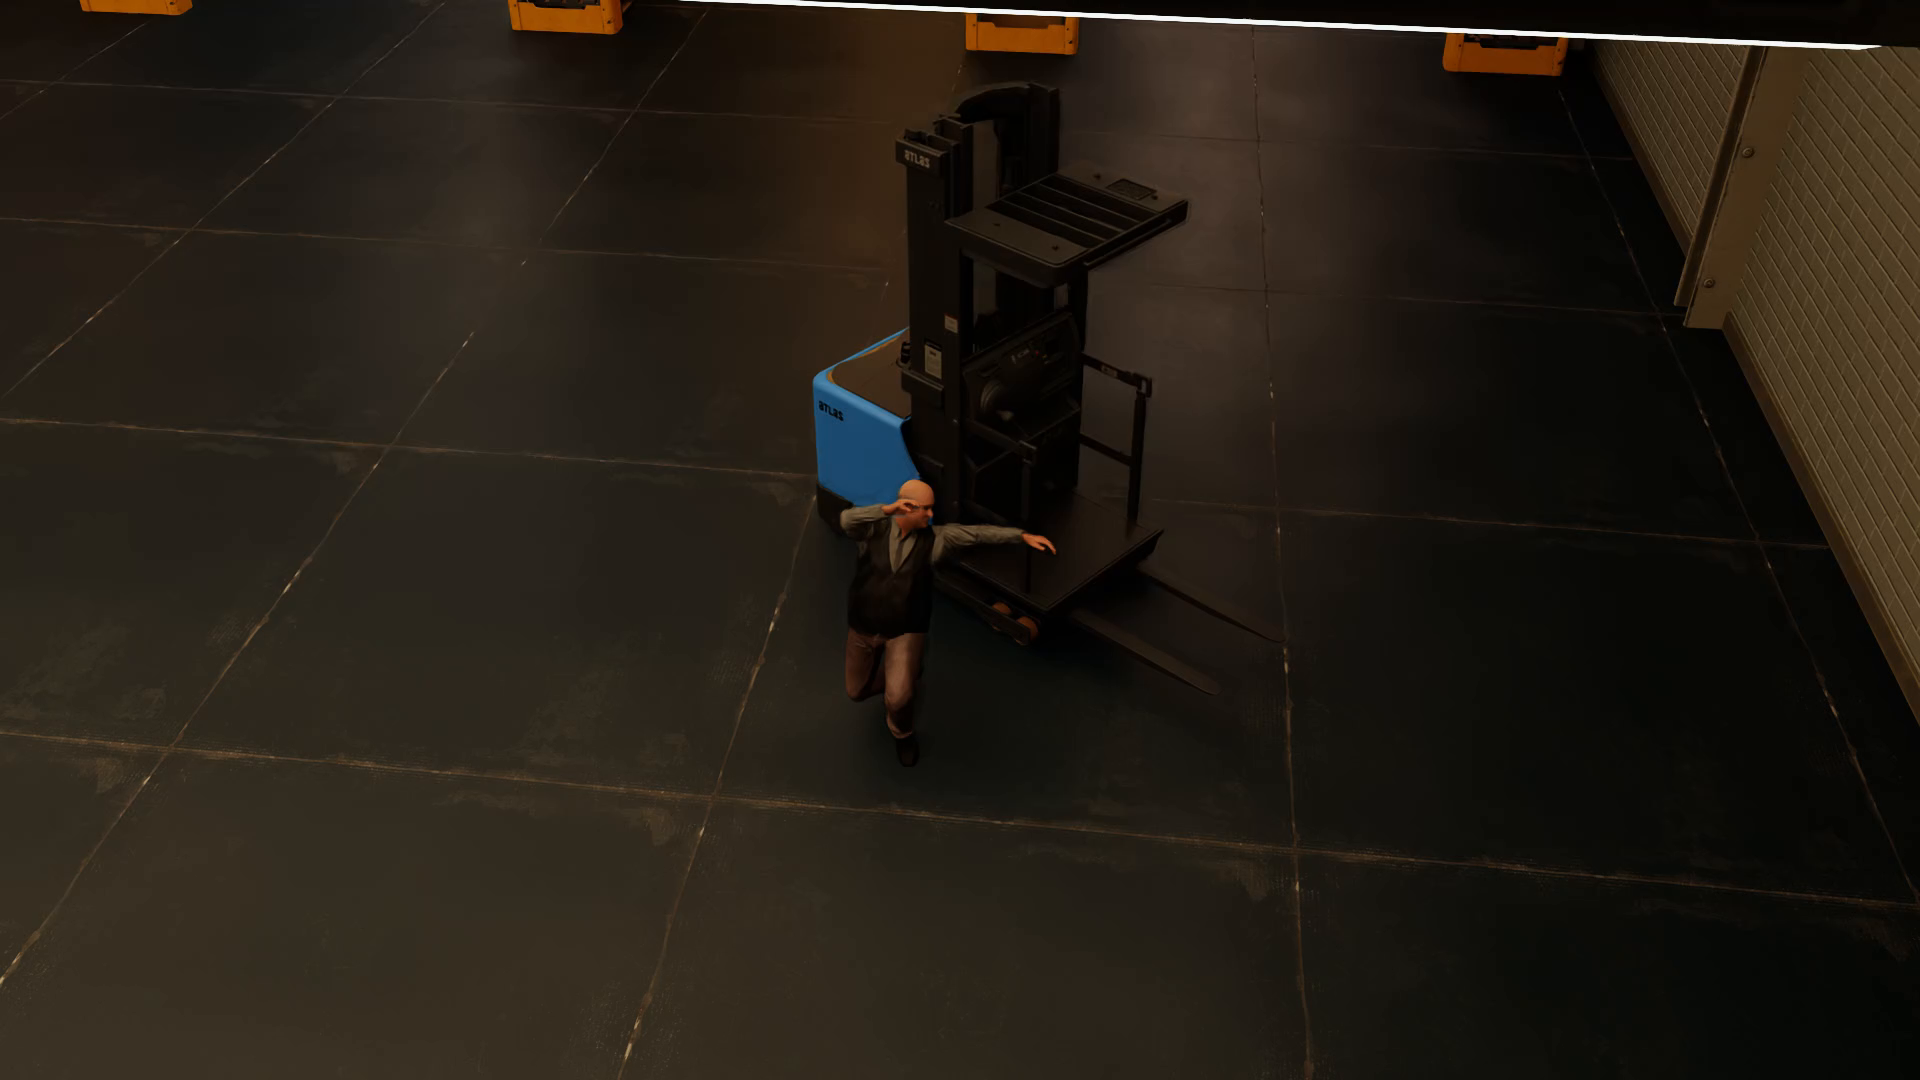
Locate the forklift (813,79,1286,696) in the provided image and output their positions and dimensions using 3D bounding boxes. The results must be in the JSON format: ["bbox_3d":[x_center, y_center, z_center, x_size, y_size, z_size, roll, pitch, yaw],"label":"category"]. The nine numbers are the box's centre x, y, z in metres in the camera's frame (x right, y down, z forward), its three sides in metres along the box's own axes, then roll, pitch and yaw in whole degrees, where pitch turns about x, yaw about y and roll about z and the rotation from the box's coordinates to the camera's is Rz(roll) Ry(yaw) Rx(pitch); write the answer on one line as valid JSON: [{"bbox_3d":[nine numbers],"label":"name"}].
[{"bbox_3d":[0.511,-0.919,9.276,3.031,2.935,1.130,29,45,33],"label":"forklift"}]

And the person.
[{"bbox_3d":[-0.084,0.419,8.677,1.064,1.541,0.739,9,37,13],"label":"person"}]
